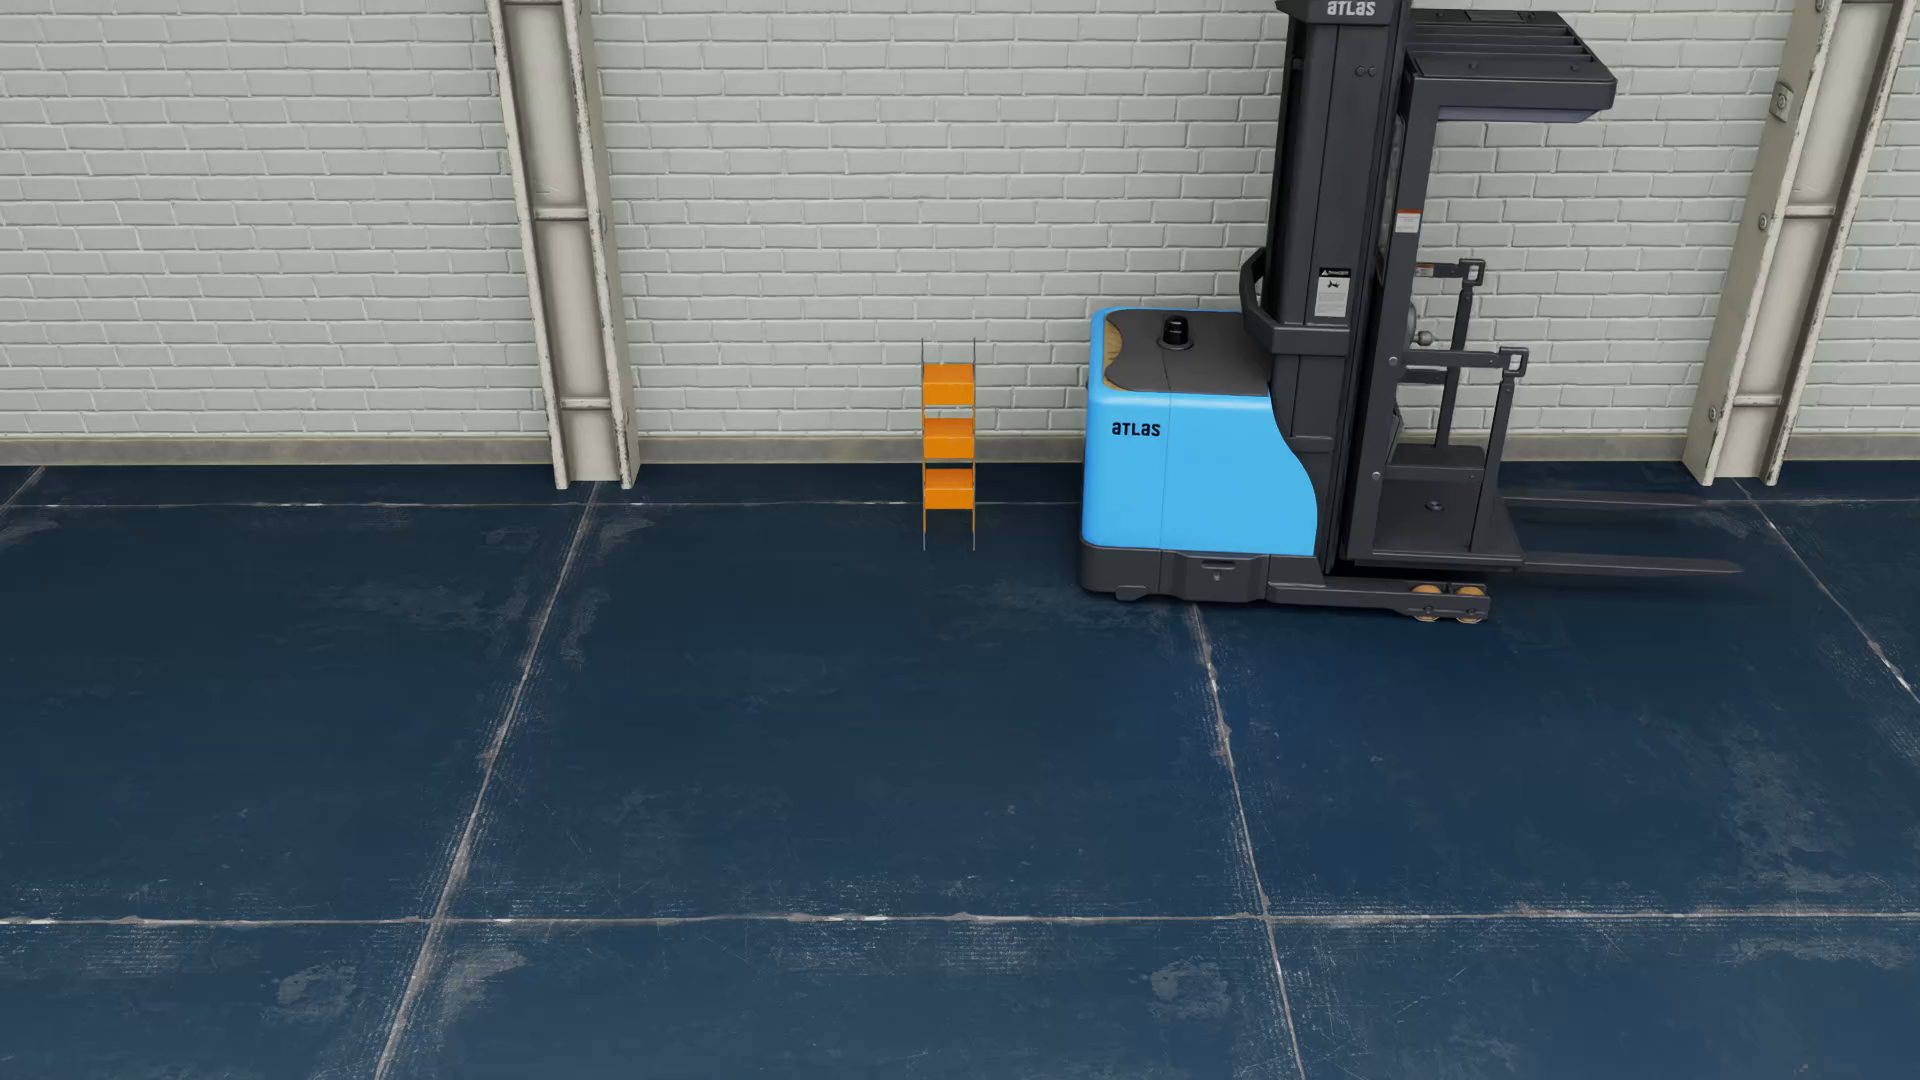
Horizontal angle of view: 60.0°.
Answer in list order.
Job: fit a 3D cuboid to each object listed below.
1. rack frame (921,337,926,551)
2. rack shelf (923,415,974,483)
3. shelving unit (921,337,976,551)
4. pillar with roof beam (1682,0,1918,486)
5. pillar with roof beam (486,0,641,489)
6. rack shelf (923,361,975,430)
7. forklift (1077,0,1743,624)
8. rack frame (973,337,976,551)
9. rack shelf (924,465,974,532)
[{"bbox_3d":[-0.176,-0.448,7.977,0.008,1.050,0.200,0,31,0],"label":"rack frame"},{"bbox_3d":[-0.054,-0.440,7.983,0.240,0.259,0.215,0,31,0],"label":"rack shelf"},{"bbox_3d":[-0.054,-0.449,7.977,0.252,1.050,0.215,0,31,0],"label":"shelving unit"},{"bbox_3d":[4.112,-1.981,2.839,0.400,9.000,9.100,0,31,0],"label":"pillar with roof beam"},{"bbox_3d":[-1.887,-1.962,2.809,0.400,9.000,9.100,0,31,0],"label":"pillar with roof beam"},{"bbox_3d":[-0.054,-0.682,7.836,0.240,0.259,0.215,0,31,0],"label":"rack shelf"},{"bbox_3d":[2.096,-1.159,7.335,3.031,2.935,1.130,3,31,4],"label":"forklift"},{"bbox_3d":[0.068,-0.449,7.978,0.008,1.050,0.200,0,31,0],"label":"rack frame"},{"bbox_3d":[-0.054,-0.202,8.127,0.240,0.259,0.215,0,31,0],"label":"rack shelf"}]
